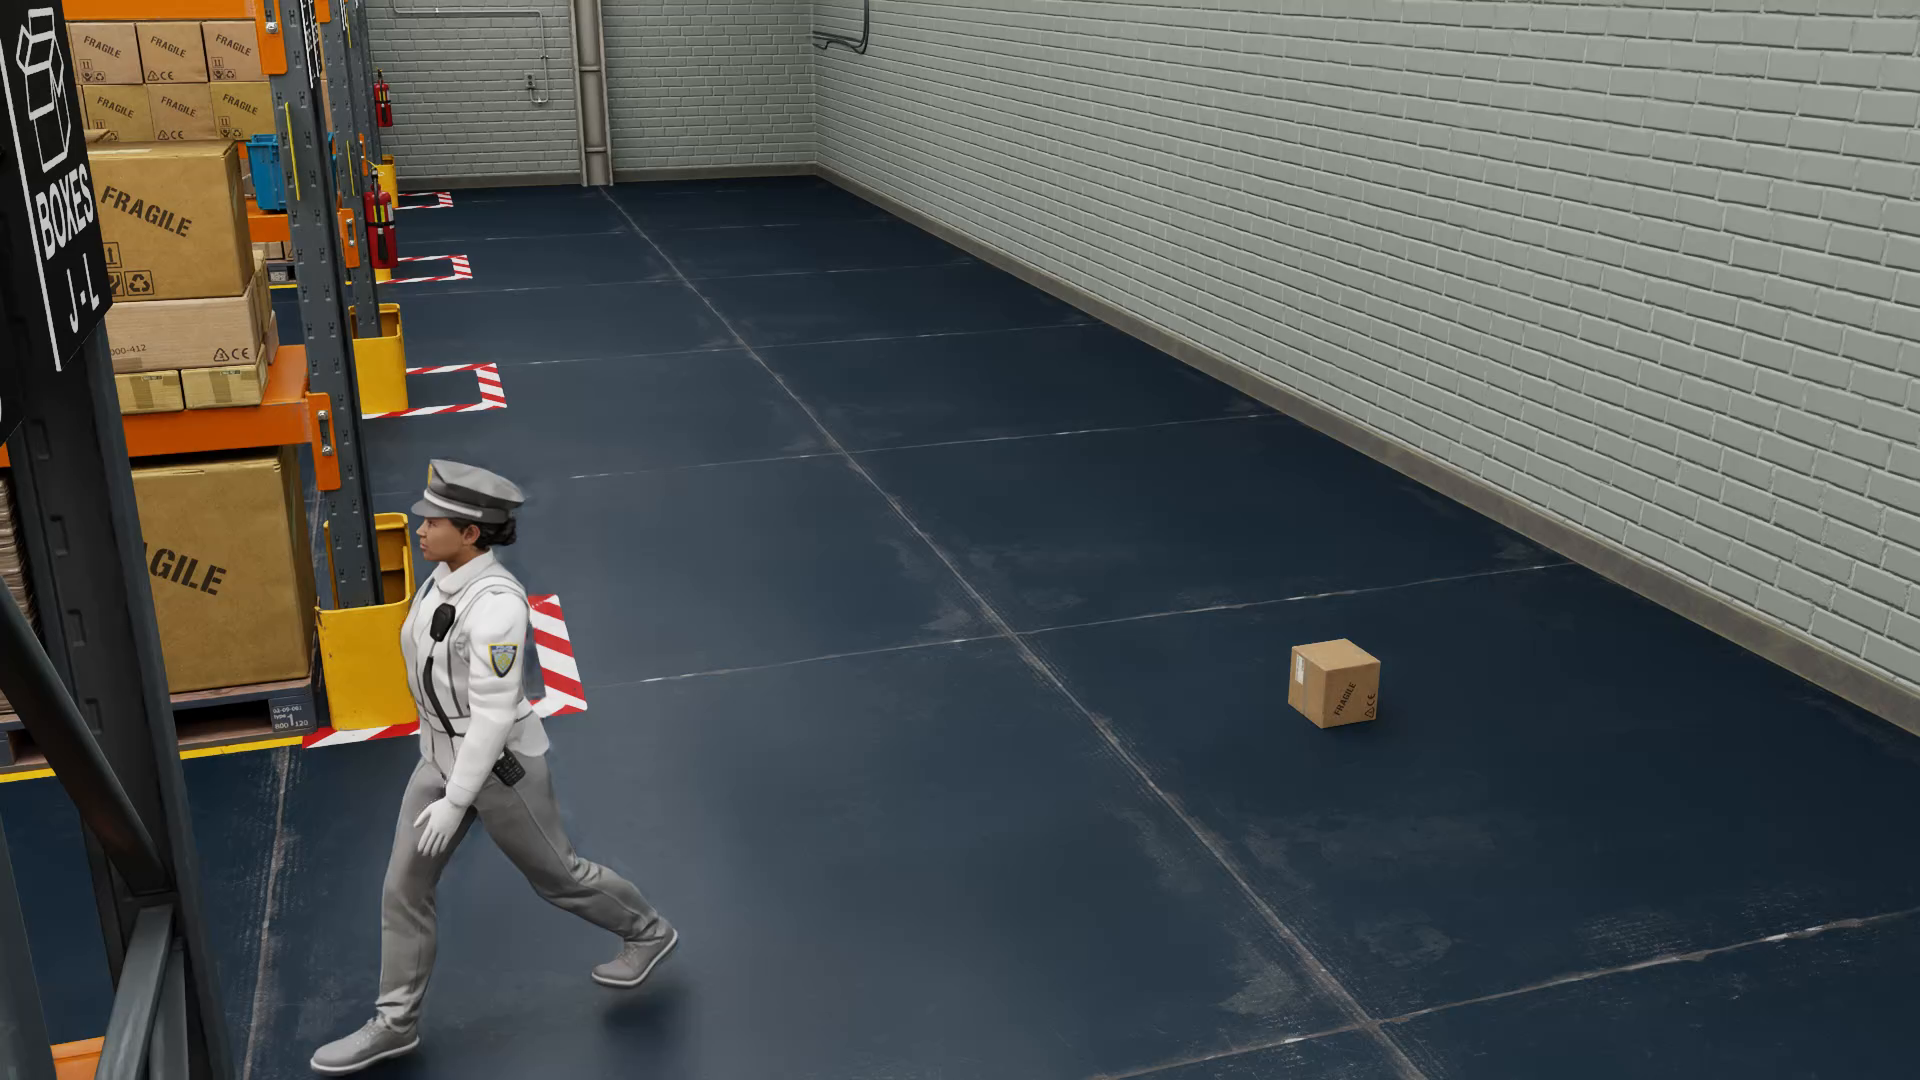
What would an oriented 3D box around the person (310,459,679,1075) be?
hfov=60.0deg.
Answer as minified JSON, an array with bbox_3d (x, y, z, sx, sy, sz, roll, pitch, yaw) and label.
[{"bbox_3d":[-1.260,0.577,4.368,1.022,1.636,0.484,-16,25,-37],"label":"person"}]
